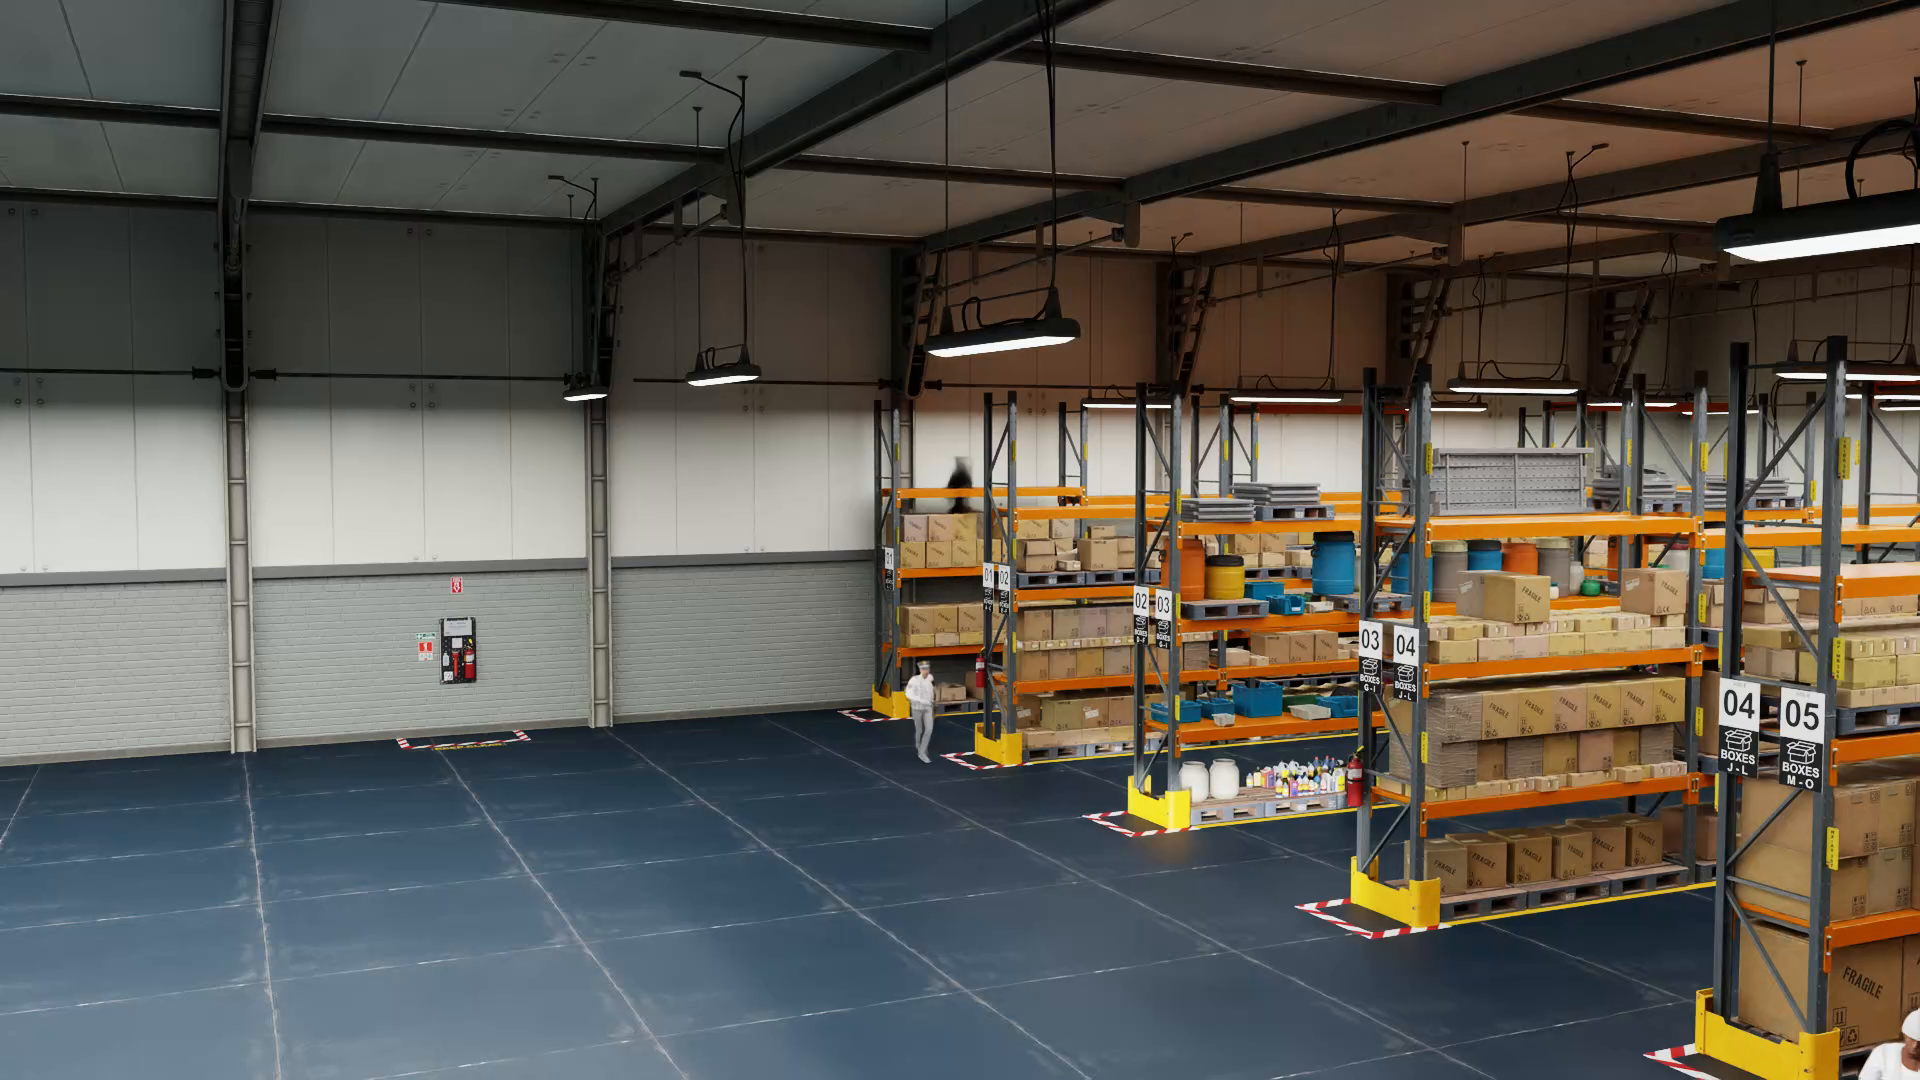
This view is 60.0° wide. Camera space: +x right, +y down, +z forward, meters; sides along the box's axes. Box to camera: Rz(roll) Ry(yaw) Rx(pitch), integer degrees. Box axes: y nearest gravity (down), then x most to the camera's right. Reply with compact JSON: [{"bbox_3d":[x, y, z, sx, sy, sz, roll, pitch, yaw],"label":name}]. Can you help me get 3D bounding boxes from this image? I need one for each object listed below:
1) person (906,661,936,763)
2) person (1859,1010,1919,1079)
[{"bbox_3d":[-0.645,2.756,27.126,0.589,1.649,0.810,-1,3,-17],"label":"person"},{"bbox_3d":[5.799,3.669,10.100,0.710,1.723,0.903,3,5,45],"label":"person"}]
